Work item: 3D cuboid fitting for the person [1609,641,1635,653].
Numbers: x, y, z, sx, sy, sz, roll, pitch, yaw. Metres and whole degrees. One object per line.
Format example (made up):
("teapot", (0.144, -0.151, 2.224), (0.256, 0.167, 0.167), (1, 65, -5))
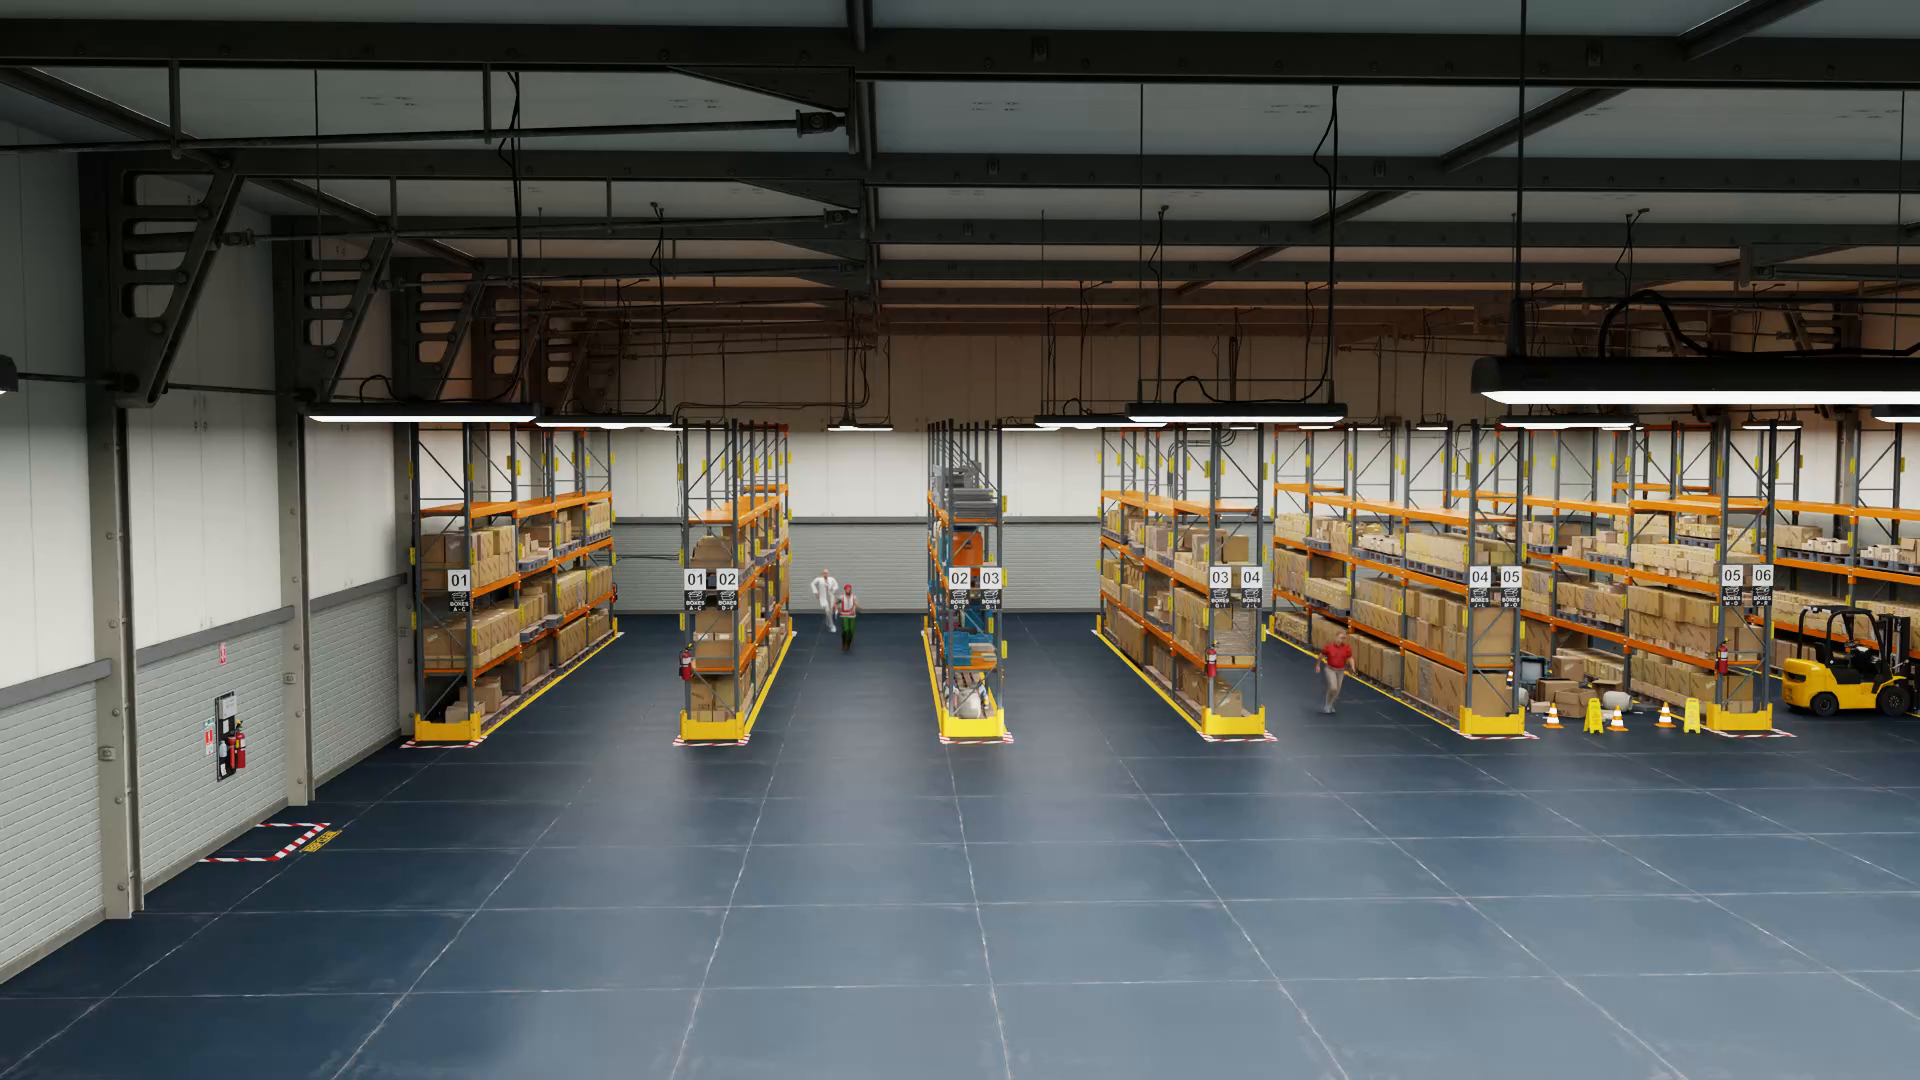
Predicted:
("person", (17.103, 2.132, 42.989), (0.609, 1.653, 0.852), (-1, 4, -15))

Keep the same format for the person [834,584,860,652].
("person", (-2.933, 2.043, 43.518), (0.647, 1.782, 0.698), (-1, 4, -15))

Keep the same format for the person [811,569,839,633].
("person", (-3.878, 1.750, 48.140), (0.732, 1.816, 0.952), (-2, 4, -23))

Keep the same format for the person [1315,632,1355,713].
("person", (7.700, 2.700, 33.912), (0.629, 1.678, 0.828), (-1, 4, -15))

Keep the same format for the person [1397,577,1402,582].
("person", (12.064, 1.886, 45.727), (0.690, 1.752, 1.006), (-2, 4, -23))
